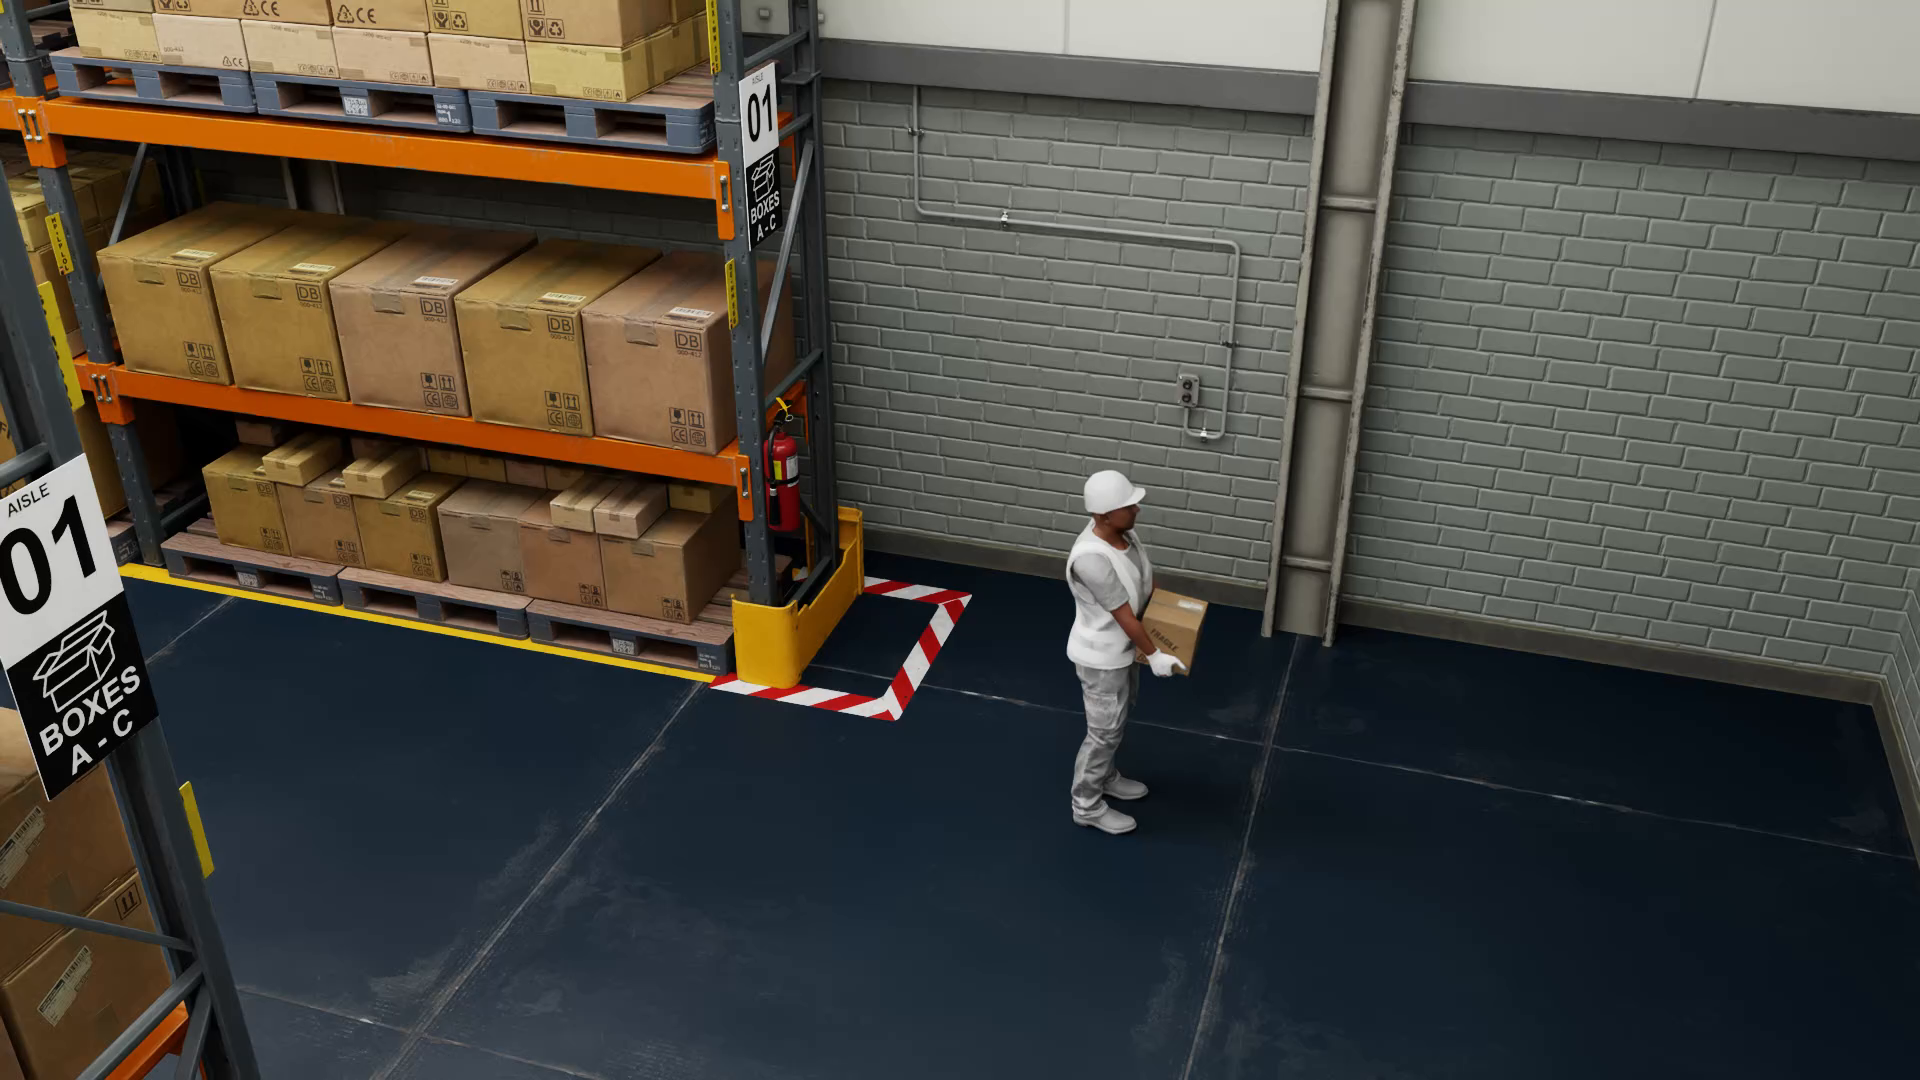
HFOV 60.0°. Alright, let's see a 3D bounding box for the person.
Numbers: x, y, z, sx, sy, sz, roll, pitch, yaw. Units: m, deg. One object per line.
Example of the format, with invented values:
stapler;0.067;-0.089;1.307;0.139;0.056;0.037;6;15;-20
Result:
person;0.779;0.510;7.571;0.567;1.780;0.488;9;30;16
